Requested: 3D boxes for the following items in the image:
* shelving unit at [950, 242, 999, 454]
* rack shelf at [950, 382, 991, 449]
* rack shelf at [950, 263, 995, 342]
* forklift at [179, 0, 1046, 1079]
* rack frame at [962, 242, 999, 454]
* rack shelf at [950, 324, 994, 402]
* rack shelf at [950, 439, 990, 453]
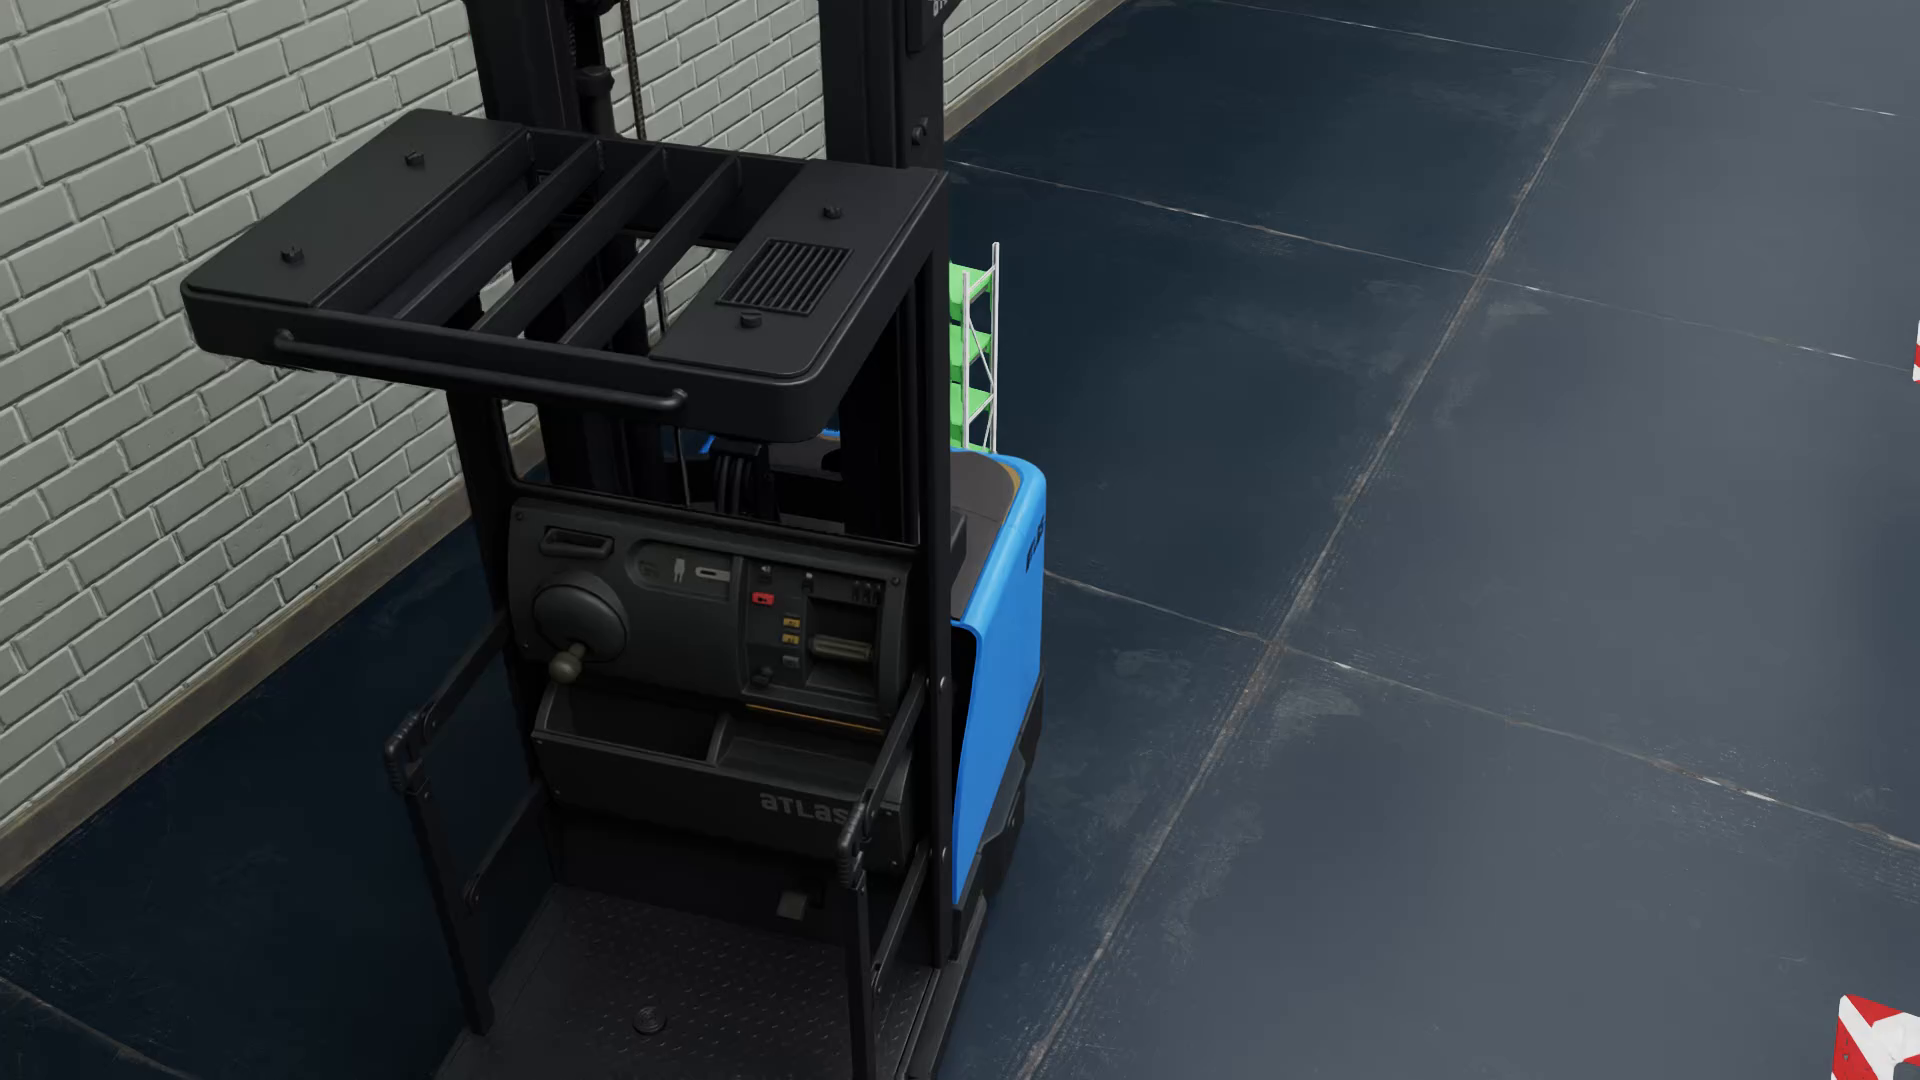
[{"bbox_3d":[-0.147,-0.524,5.948,0.503,1.200,0.258,17,41,21],"label":"shelving unit"},{"bbox_3d":[-0.147,-0.473,5.987,0.480,0.148,0.258,17,41,21],"label":"rack shelf"},{"bbox_3d":[-0.147,-0.855,5.696,0.480,0.148,0.258,17,41,21],"label":"rack shelf"},{"bbox_3d":[-0.622,0.239,3.511,1.130,2.935,3.031,9,38,12],"label":"forklift"},{"bbox_3d":[0.070,-0.456,5.858,0.015,1.200,0.240,17,41,21],"label":"rack frame"},{"bbox_3d":[-0.147,-0.664,5.841,0.480,0.148,0.258,17,41,21],"label":"rack shelf"},{"bbox_3d":[-0.147,-0.282,6.132,0.480,0.148,0.258,17,41,21],"label":"rack shelf"}]
